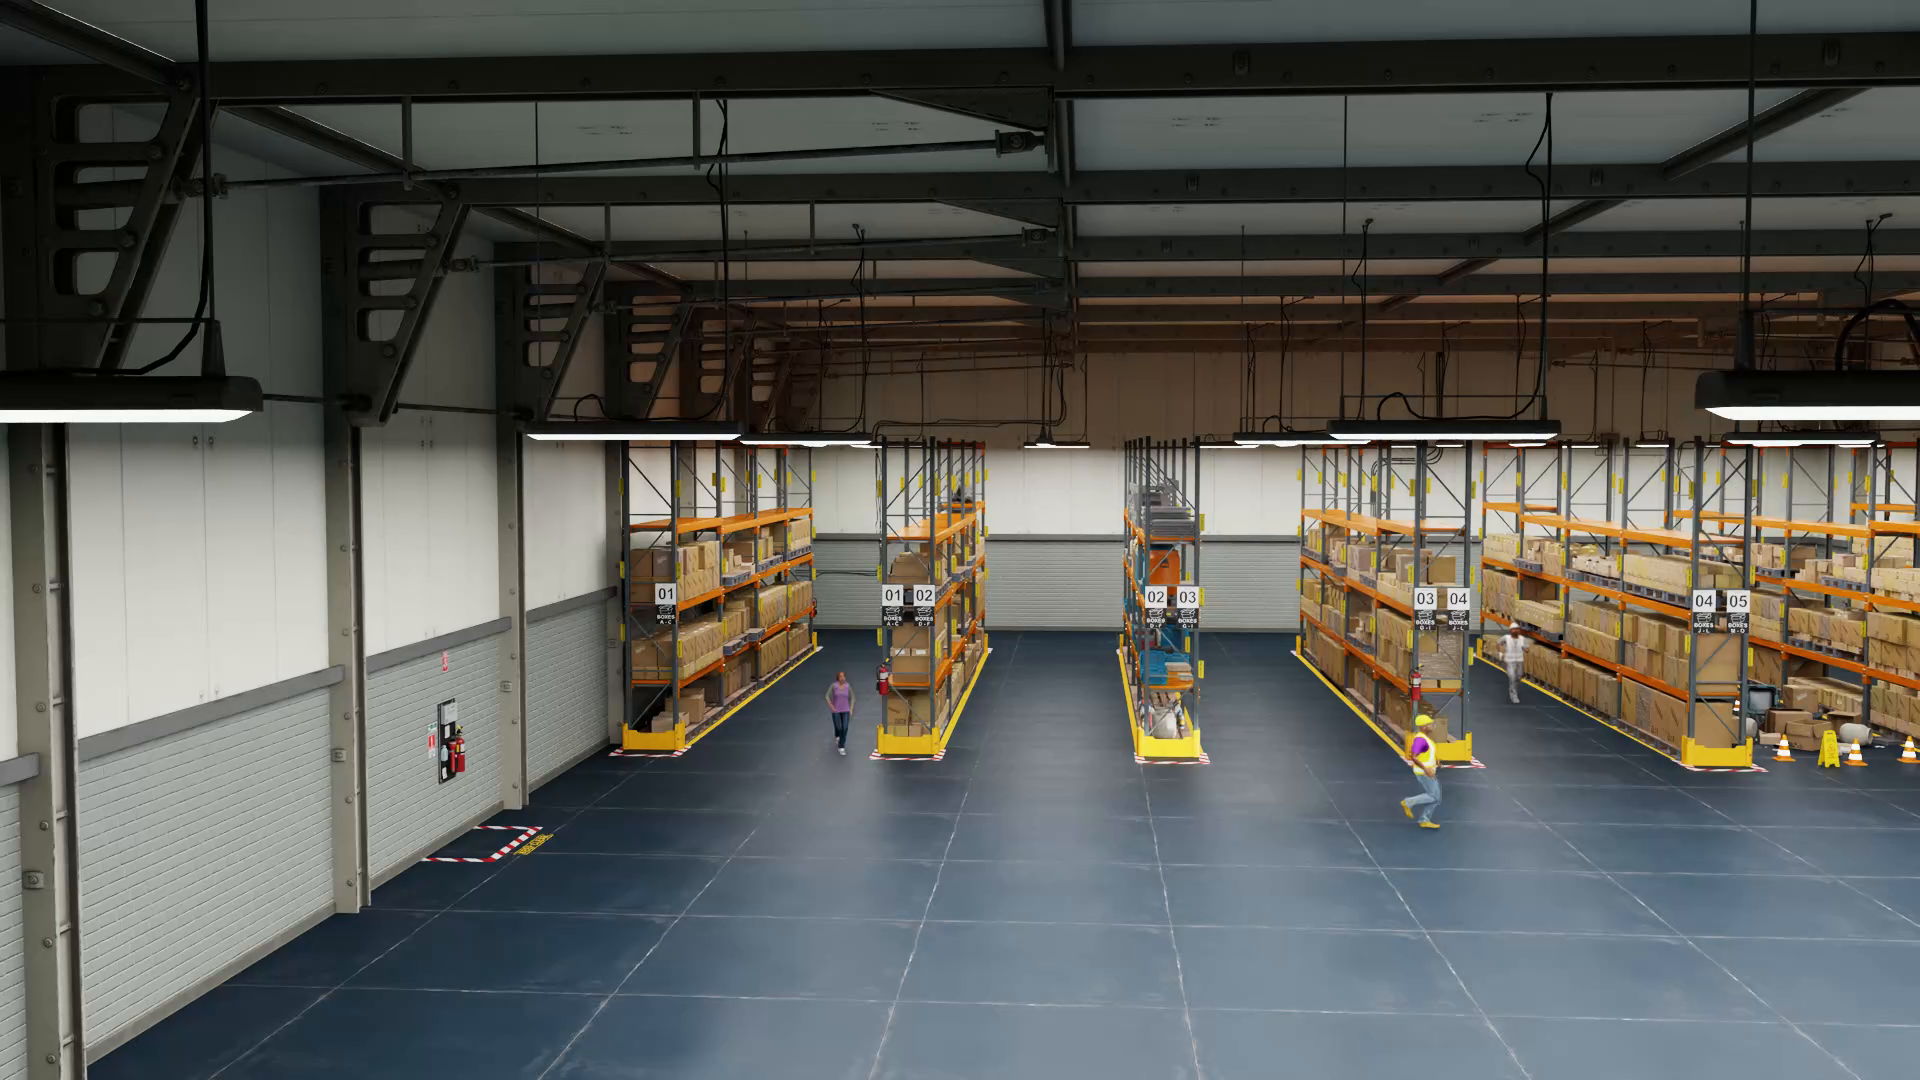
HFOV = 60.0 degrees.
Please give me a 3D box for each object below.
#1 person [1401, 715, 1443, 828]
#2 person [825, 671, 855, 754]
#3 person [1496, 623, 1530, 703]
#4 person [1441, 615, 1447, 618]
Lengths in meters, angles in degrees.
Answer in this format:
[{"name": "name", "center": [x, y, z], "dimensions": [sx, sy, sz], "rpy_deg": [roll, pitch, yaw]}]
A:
[{"name": "person", "center": [7.020, 3.512, 25.270], "dimensions": [0.589, 1.721, 0.702], "rpy_deg": [1, 3, 22]}, {"name": "person", "center": [-2.273, 3.264, 31.597], "dimensions": [0.573, 1.573, 0.509], "rpy_deg": [-1, 3, -10]}, {"name": "person", "center": [12.645, 2.775, 37.948], "dimensions": [0.687, 1.763, 1.003], "rpy_deg": [0, 3, 0]}, {"name": "person", "center": [13.130, 2.459, 45.345], "dimensions": [0.572, 1.675, 0.665], "rpy_deg": [0, 3, 8]}]
